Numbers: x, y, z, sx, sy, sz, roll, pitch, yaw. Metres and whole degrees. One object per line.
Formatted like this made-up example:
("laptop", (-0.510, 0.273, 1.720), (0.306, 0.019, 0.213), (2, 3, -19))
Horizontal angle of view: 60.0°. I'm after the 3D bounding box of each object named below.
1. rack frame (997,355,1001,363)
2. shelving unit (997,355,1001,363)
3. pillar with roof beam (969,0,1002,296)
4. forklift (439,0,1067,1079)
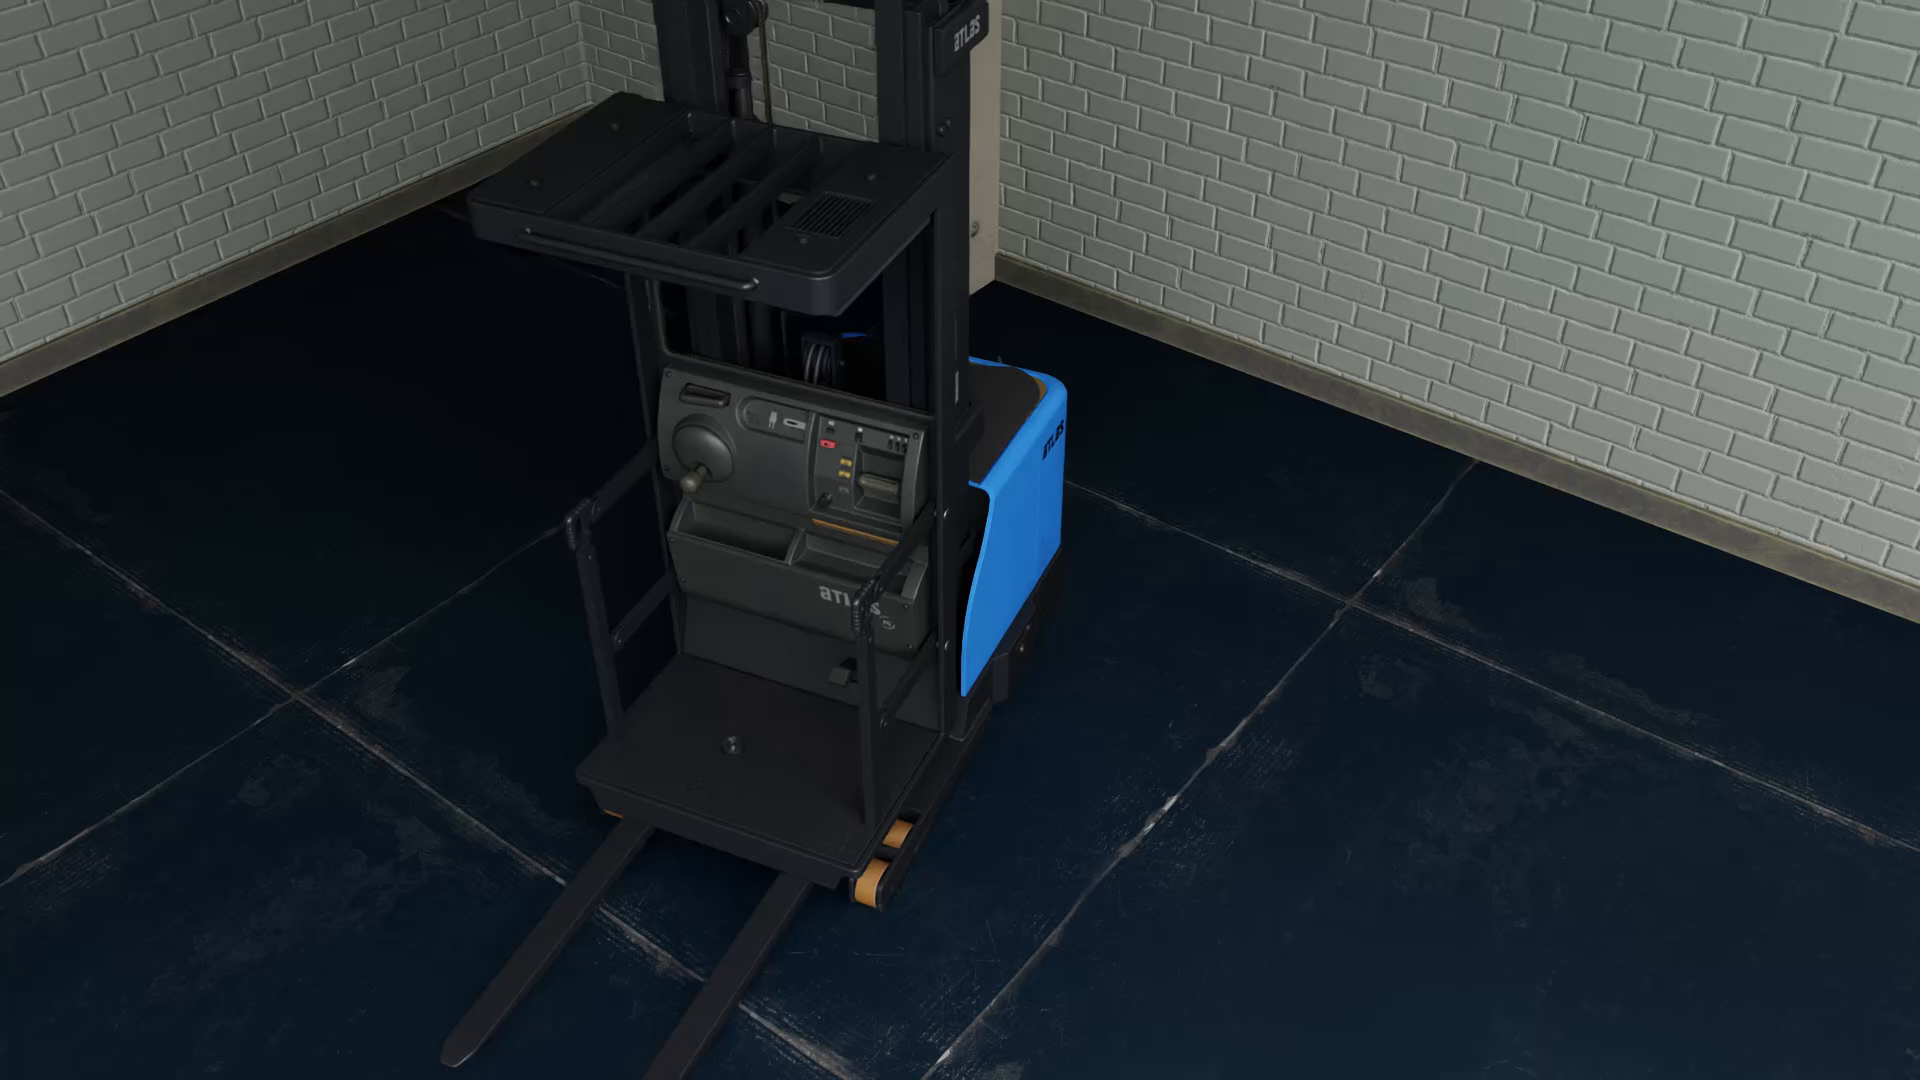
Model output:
("rack frame", (0.101, -0.332, 6.943), (0.006, 0.900, 0.240), (21, 43, 25))
("shelving unit", (0.015, -0.365, 6.985), (0.210, 0.900, 0.258), (21, 43, 25))
("pillar with roof beam", (-2.657, -2.873, 3.620), (0.400, 9.000, 9.100), (25, 45, 29))
("forklift", (-0.632, -0.211, 5.141), (1.130, 2.935, 3.031), (15, 41, 18))
